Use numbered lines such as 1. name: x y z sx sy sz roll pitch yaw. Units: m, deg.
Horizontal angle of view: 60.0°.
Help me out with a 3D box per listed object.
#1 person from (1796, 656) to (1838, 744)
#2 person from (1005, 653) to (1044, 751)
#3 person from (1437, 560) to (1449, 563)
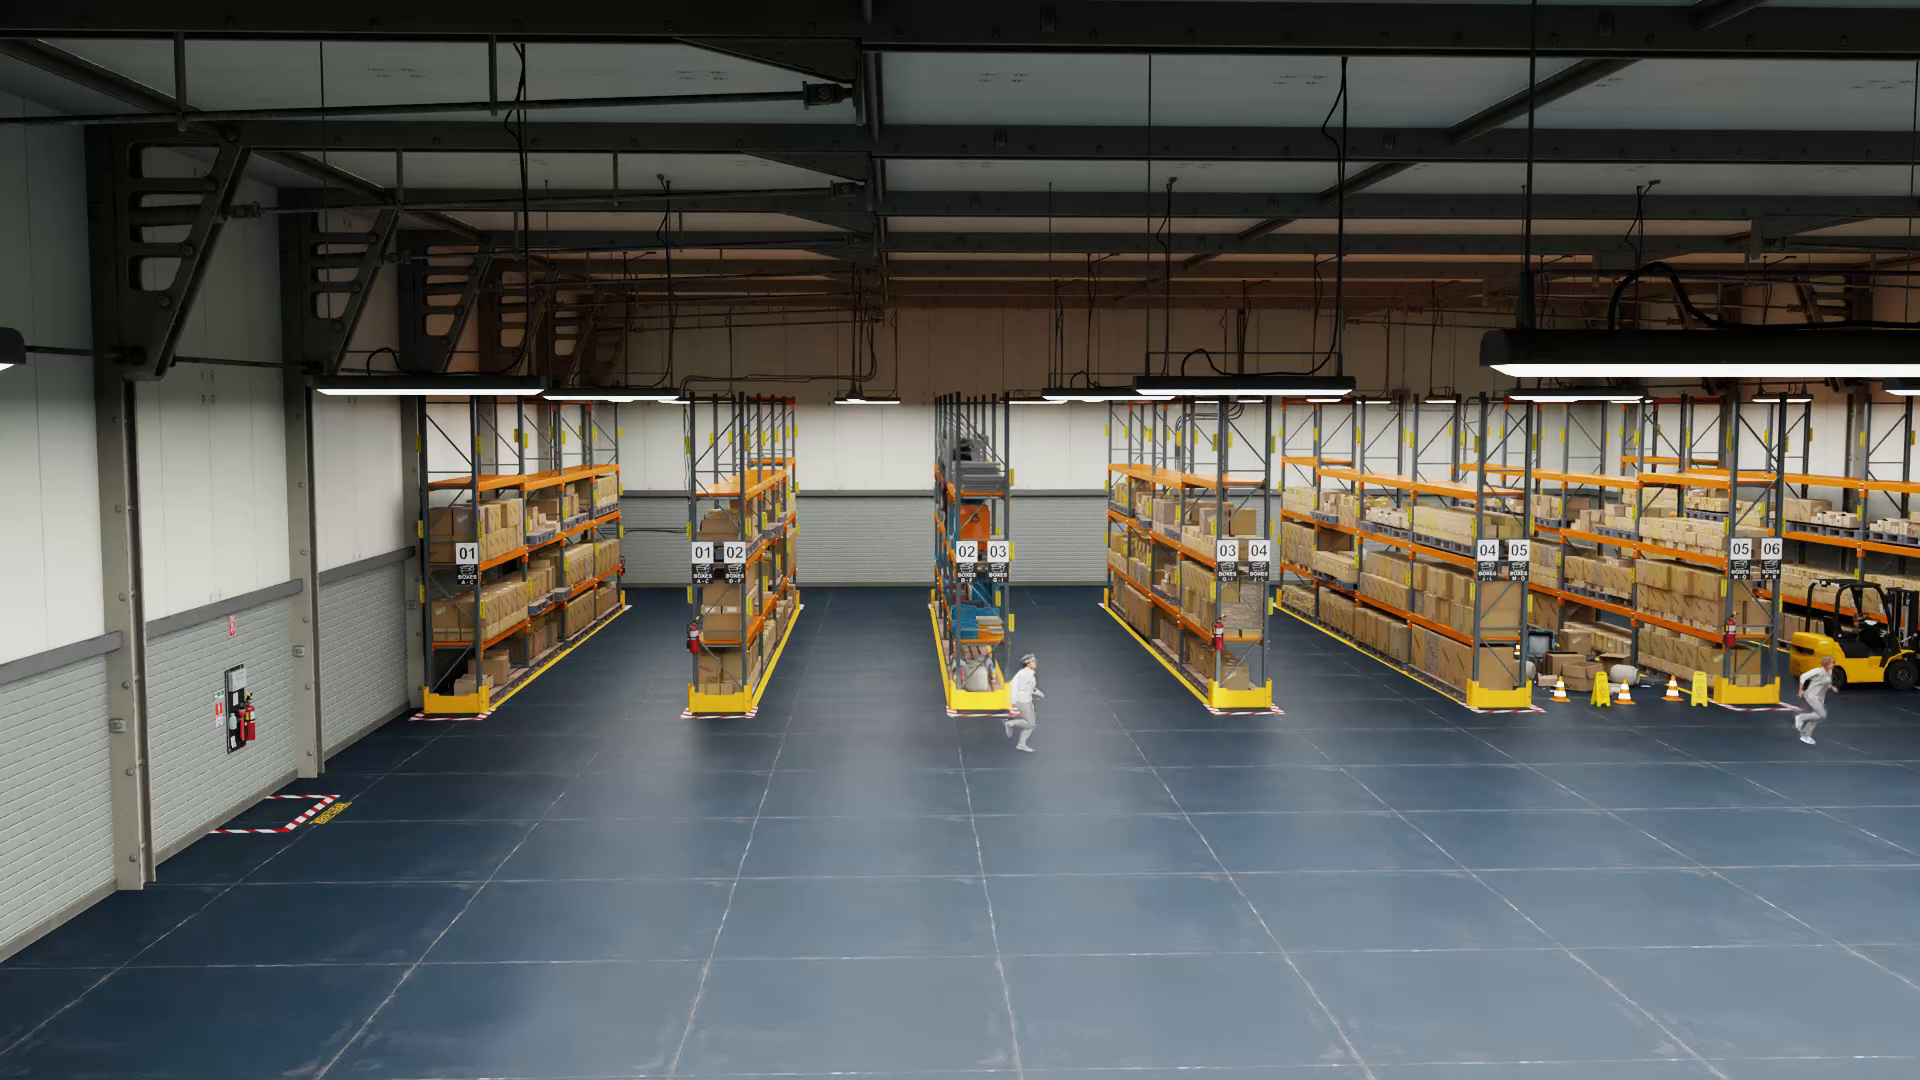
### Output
1. person: 14.586 2.715 28.291 0.527 1.523 0.664 -3 6 -36
2. person: 1.072 2.702 27.727 0.644 1.650 0.653 2 5 21
3. person: 14.569 0.898 49.462 0.851 1.753 0.712 -1 5 -14
